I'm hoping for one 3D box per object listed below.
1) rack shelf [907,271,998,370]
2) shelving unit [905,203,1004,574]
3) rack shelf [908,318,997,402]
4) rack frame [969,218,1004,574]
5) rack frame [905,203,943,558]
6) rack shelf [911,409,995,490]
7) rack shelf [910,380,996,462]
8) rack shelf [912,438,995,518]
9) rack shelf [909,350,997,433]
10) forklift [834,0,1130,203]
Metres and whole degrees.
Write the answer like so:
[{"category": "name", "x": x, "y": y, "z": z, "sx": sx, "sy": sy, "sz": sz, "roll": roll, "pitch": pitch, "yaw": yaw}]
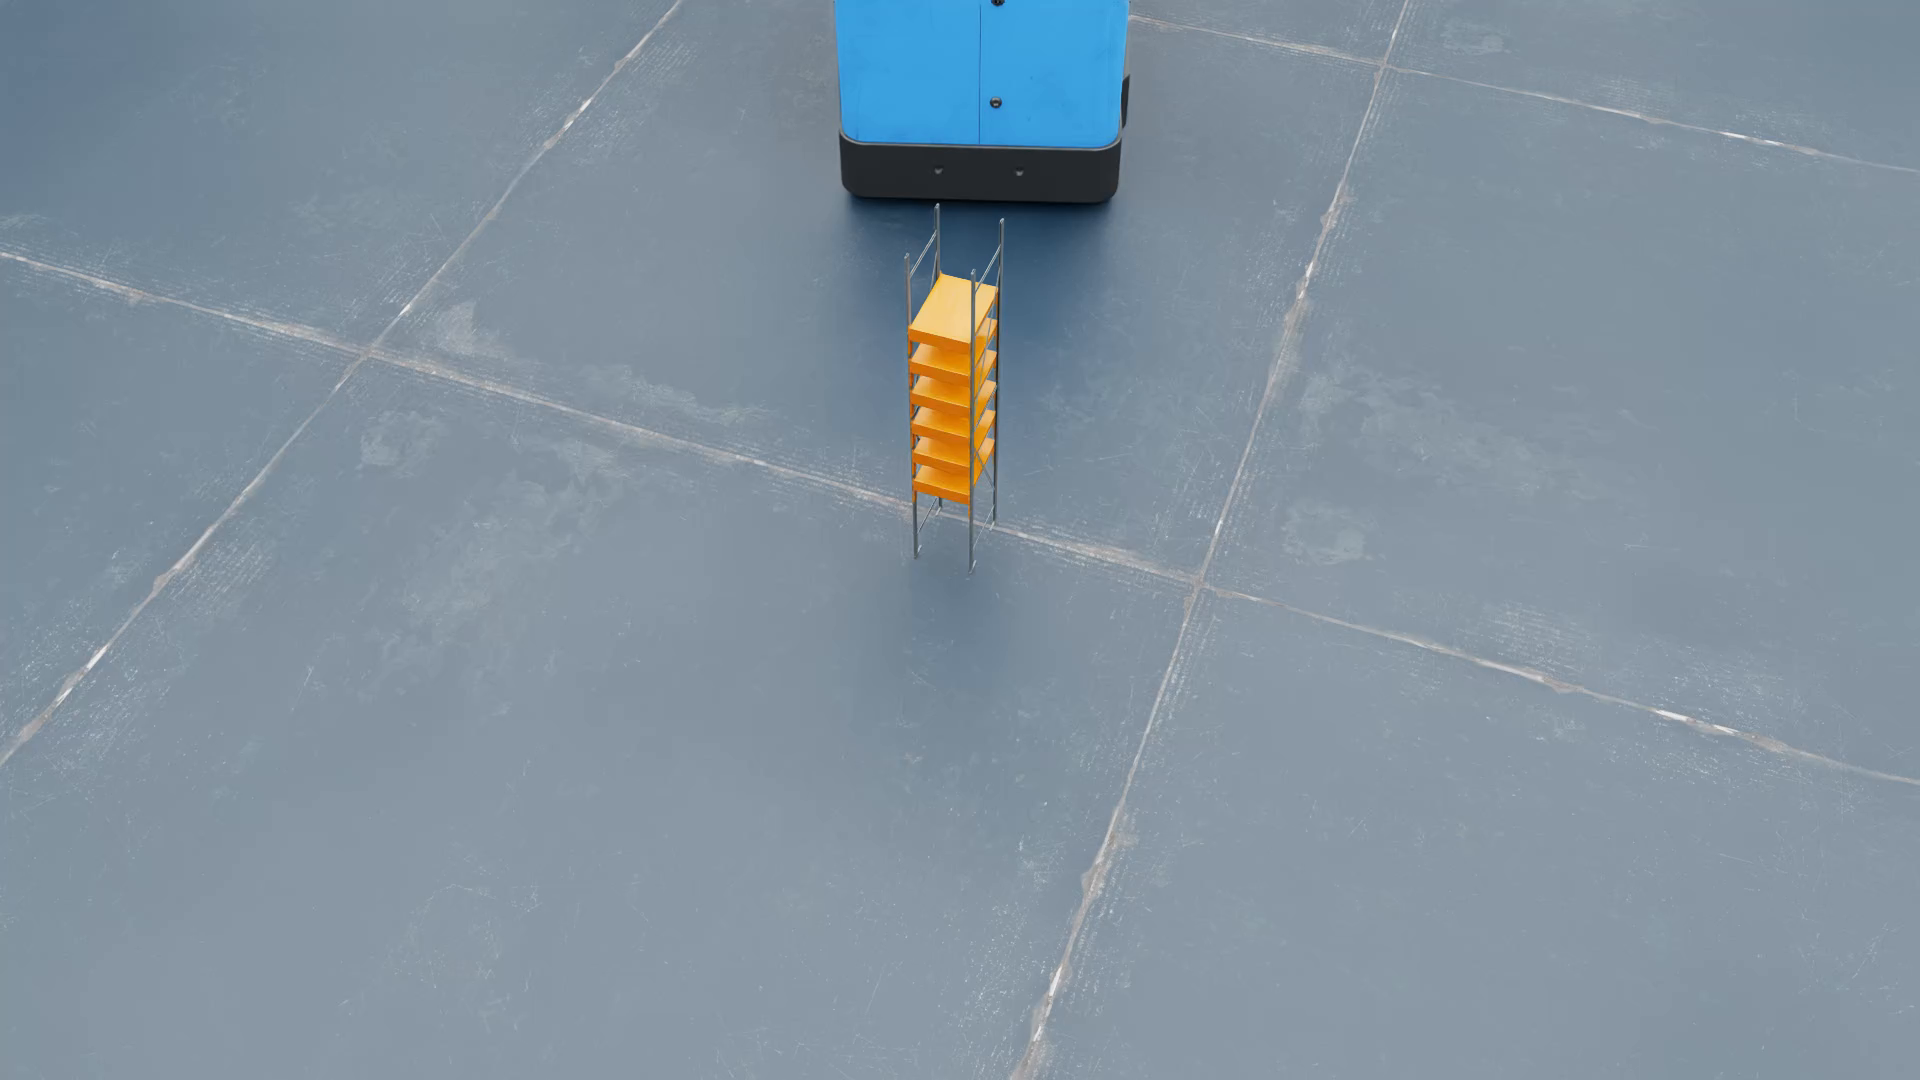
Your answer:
[{"category": "rack shelf", "x": -0.014, "y": -0.603, "z": 4.561, "sx": 0.180, "sy": 0.103, "sz": 0.258, "roll": 16, "pitch": 51, "yaw": 13}, {"category": "shelving unit", "x": -0.014, "y": -0.397, "z": 4.800, "sx": 0.189, "sy": 1.200, "sz": 0.258, "roll": 16, "pitch": 51, "yaw": 13}, {"category": "rack shelf", "x": -0.014, "y": -0.525, "z": 4.652, "sx": 0.180, "sy": 0.103, "sz": 0.258, "roll": 16, "pitch": 51, "yaw": 13}, {"category": "rack frame", "x": 0.072, "y": -0.373, "z": 4.779, "sx": 0.006, "sy": 1.200, "sz": 0.240, "roll": 16, "pitch": 51, "yaw": 13}, {"category": "rack frame", "x": -0.099, "y": -0.421, "z": 4.821, "sx": 0.006, "sy": 1.200, "sz": 0.240, "roll": 16, "pitch": 51, "yaw": 13}, {"category": "rack shelf", "x": -0.014, "y": -0.289, "z": 4.924, "sx": 0.180, "sy": 0.103, "sz": 0.258, "roll": 16, "pitch": 51, "yaw": 13}, {"category": "rack shelf", "x": -0.014, "y": -0.368, "z": 4.833, "sx": 0.180, "sy": 0.103, "sz": 0.258, "roll": 16, "pitch": 51, "yaw": 13}, {"category": "rack shelf", "x": -0.014, "y": -0.210, "z": 5.015, "sx": 0.180, "sy": 0.103, "sz": 0.258, "roll": 16, "pitch": 51, "yaw": 13}, {"category": "rack shelf", "x": -0.014, "y": -0.446, "z": 4.743, "sx": 0.180, "sy": 0.103, "sz": 0.258, "roll": 16, "pitch": 51, "yaw": 13}, {"category": "forklift", "x": 0.134, "y": -3.336, "z": 6.202, "sx": 1.130, "sy": 2.935, "sz": 3.031, "roll": 2, "pitch": 49, "yaw": 2}]
